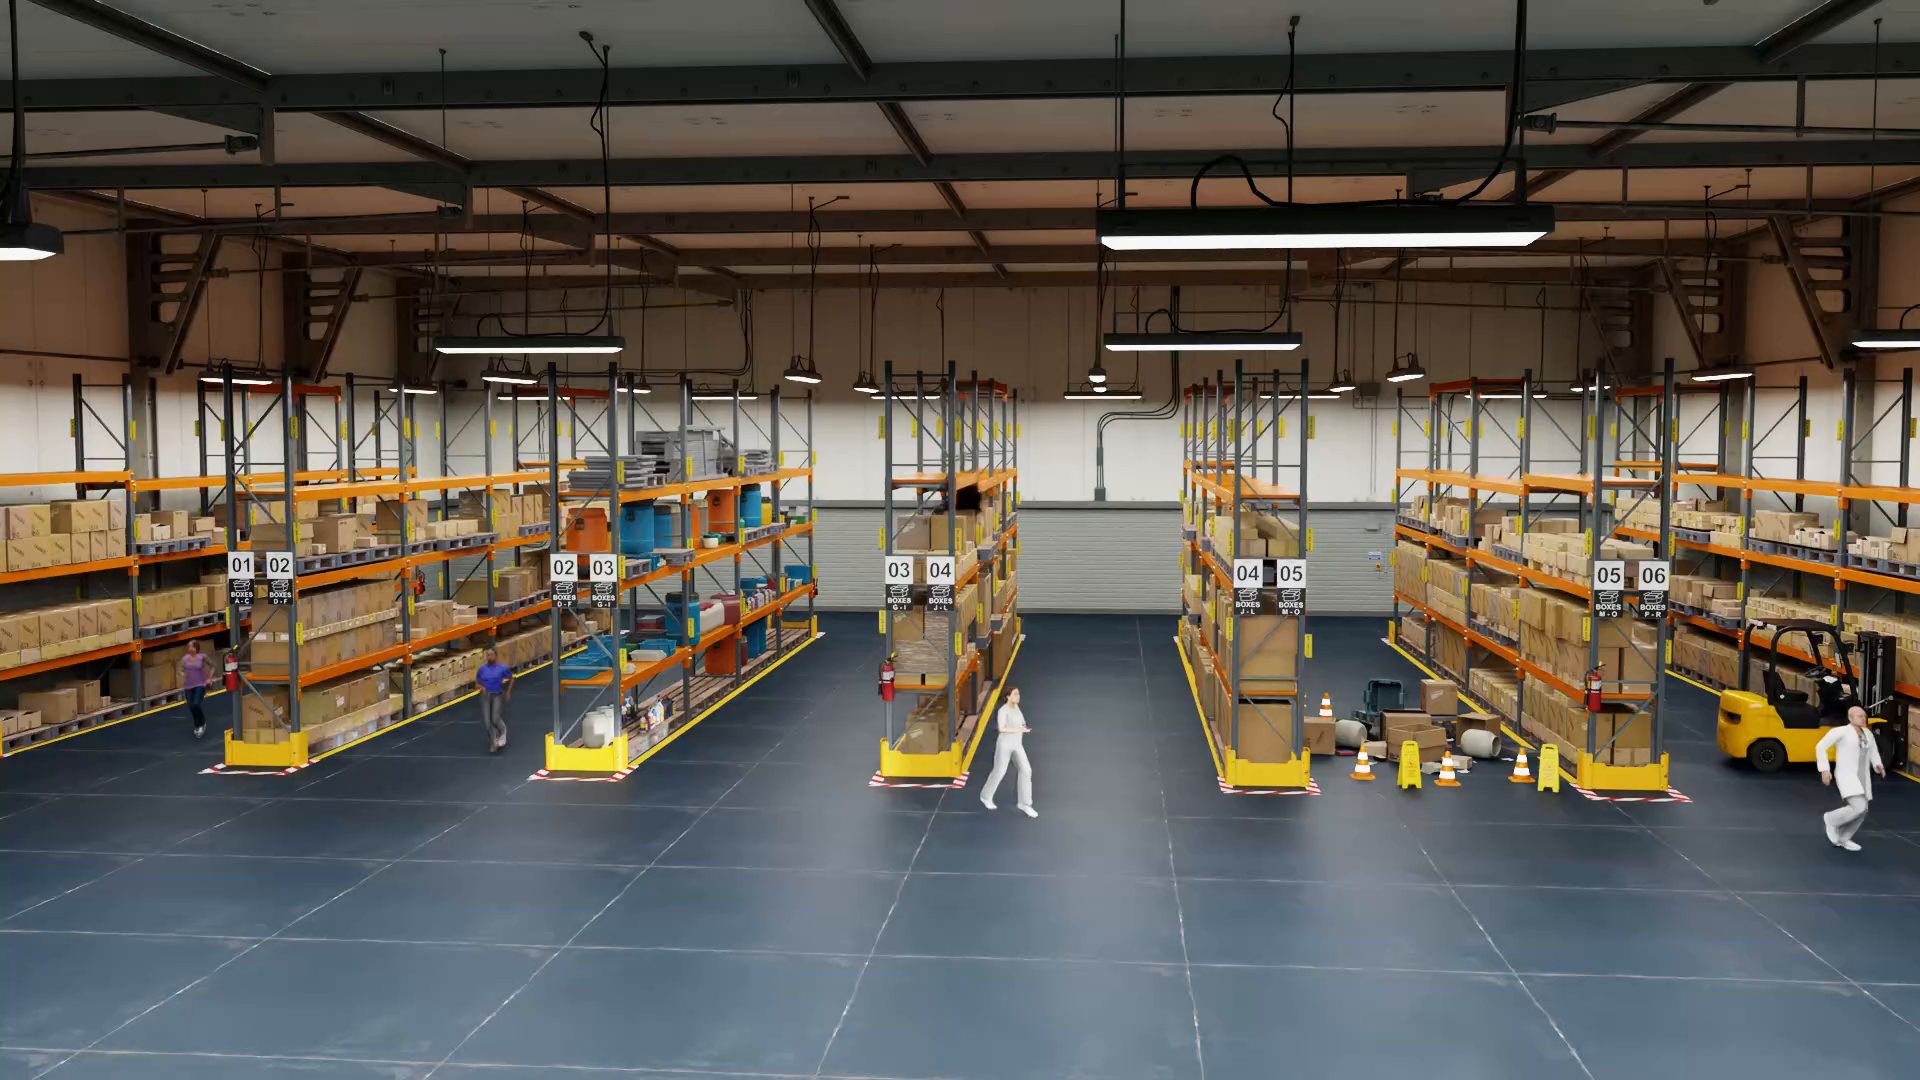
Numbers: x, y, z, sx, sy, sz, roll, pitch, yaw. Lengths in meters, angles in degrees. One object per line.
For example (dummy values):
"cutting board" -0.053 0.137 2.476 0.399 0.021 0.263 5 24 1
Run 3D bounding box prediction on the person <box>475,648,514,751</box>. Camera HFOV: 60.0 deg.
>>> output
"person" -7.261 2.501 25.846 0.561 1.604 0.562 0 4 -1

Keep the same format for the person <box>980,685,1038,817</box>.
"person" 0.620 2.723 21.630 0.842 1.709 0.579 3 5 40

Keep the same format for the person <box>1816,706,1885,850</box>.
"person" 10.617 2.840 19.729 0.722 1.731 0.666 -1 4 -16

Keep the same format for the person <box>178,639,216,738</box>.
"person" -12.451 2.421 27.078 0.507 1.604 0.667 0 4 -2
